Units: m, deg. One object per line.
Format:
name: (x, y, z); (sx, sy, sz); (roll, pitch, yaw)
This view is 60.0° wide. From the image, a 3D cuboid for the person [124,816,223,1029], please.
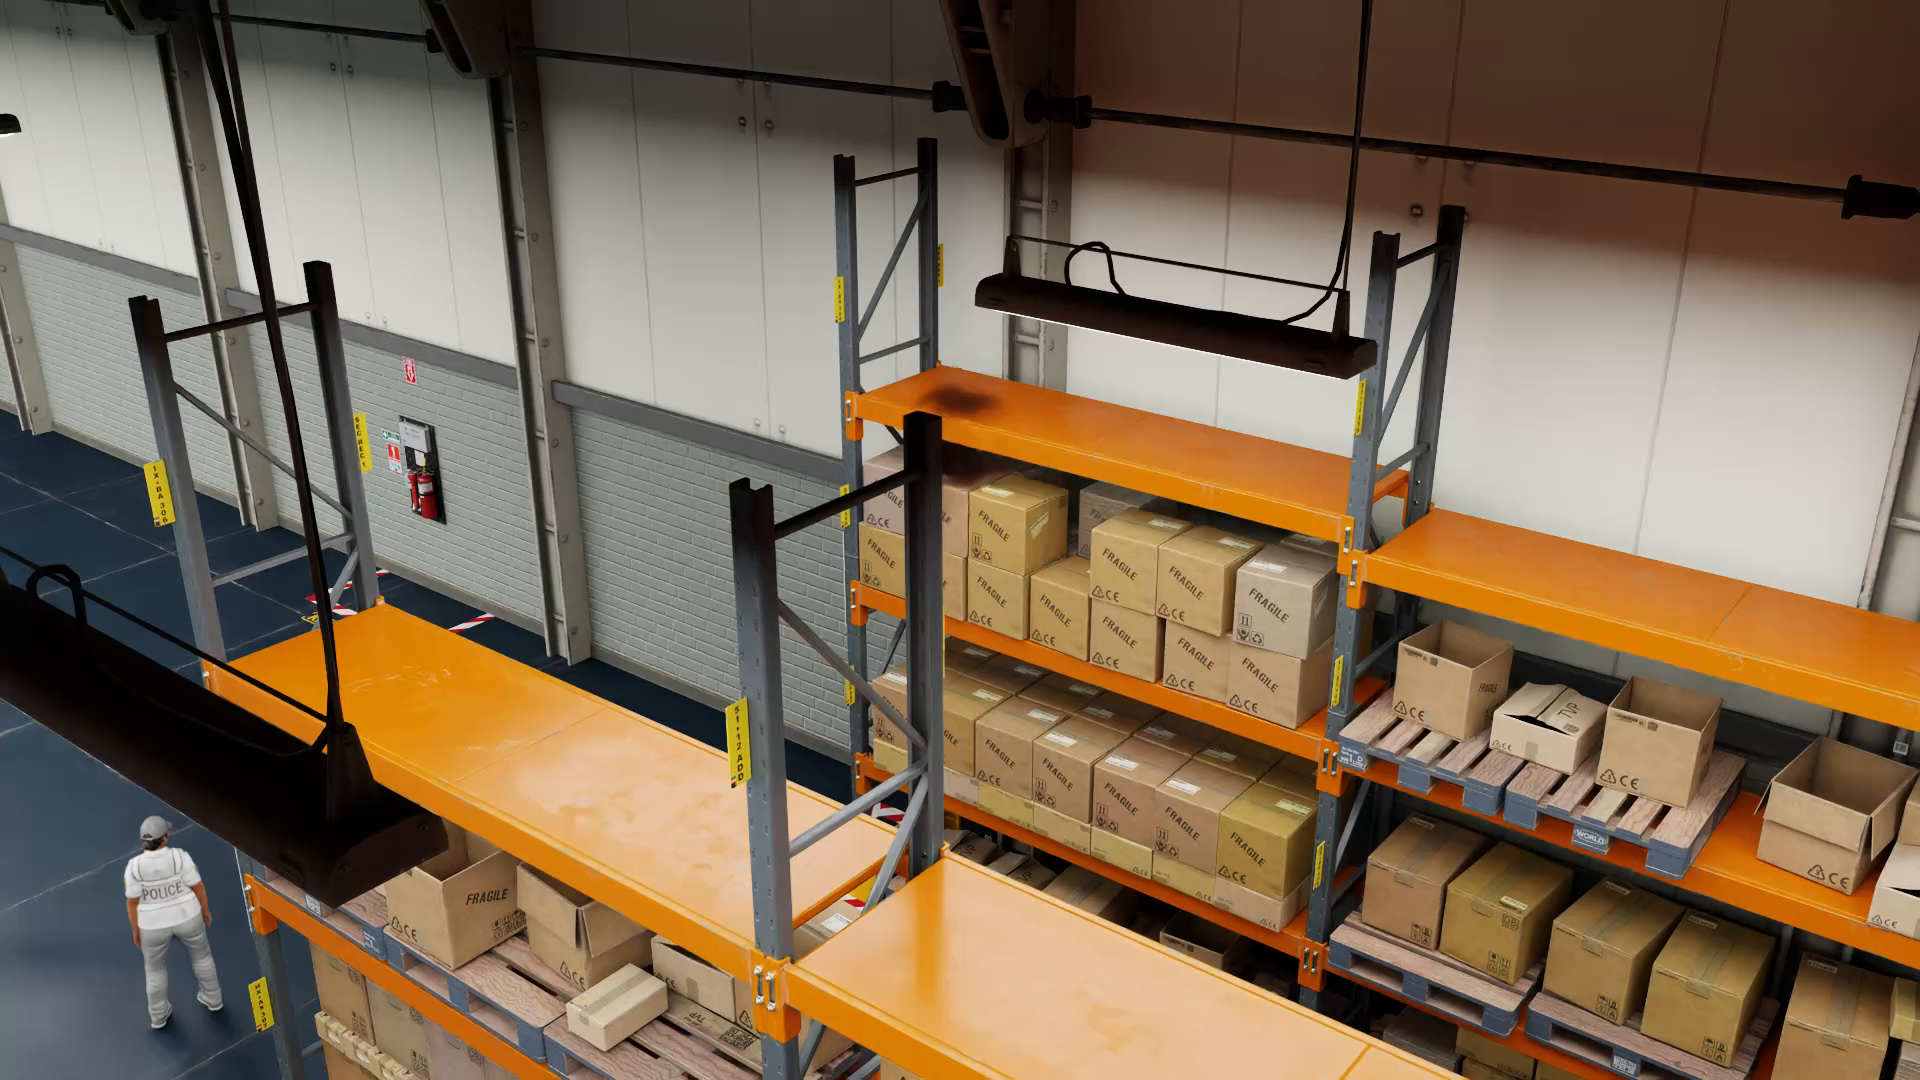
person: (-5.680, 2.731, 11.955); (0.528, 1.670, 0.428); (-11, 25, -25)
